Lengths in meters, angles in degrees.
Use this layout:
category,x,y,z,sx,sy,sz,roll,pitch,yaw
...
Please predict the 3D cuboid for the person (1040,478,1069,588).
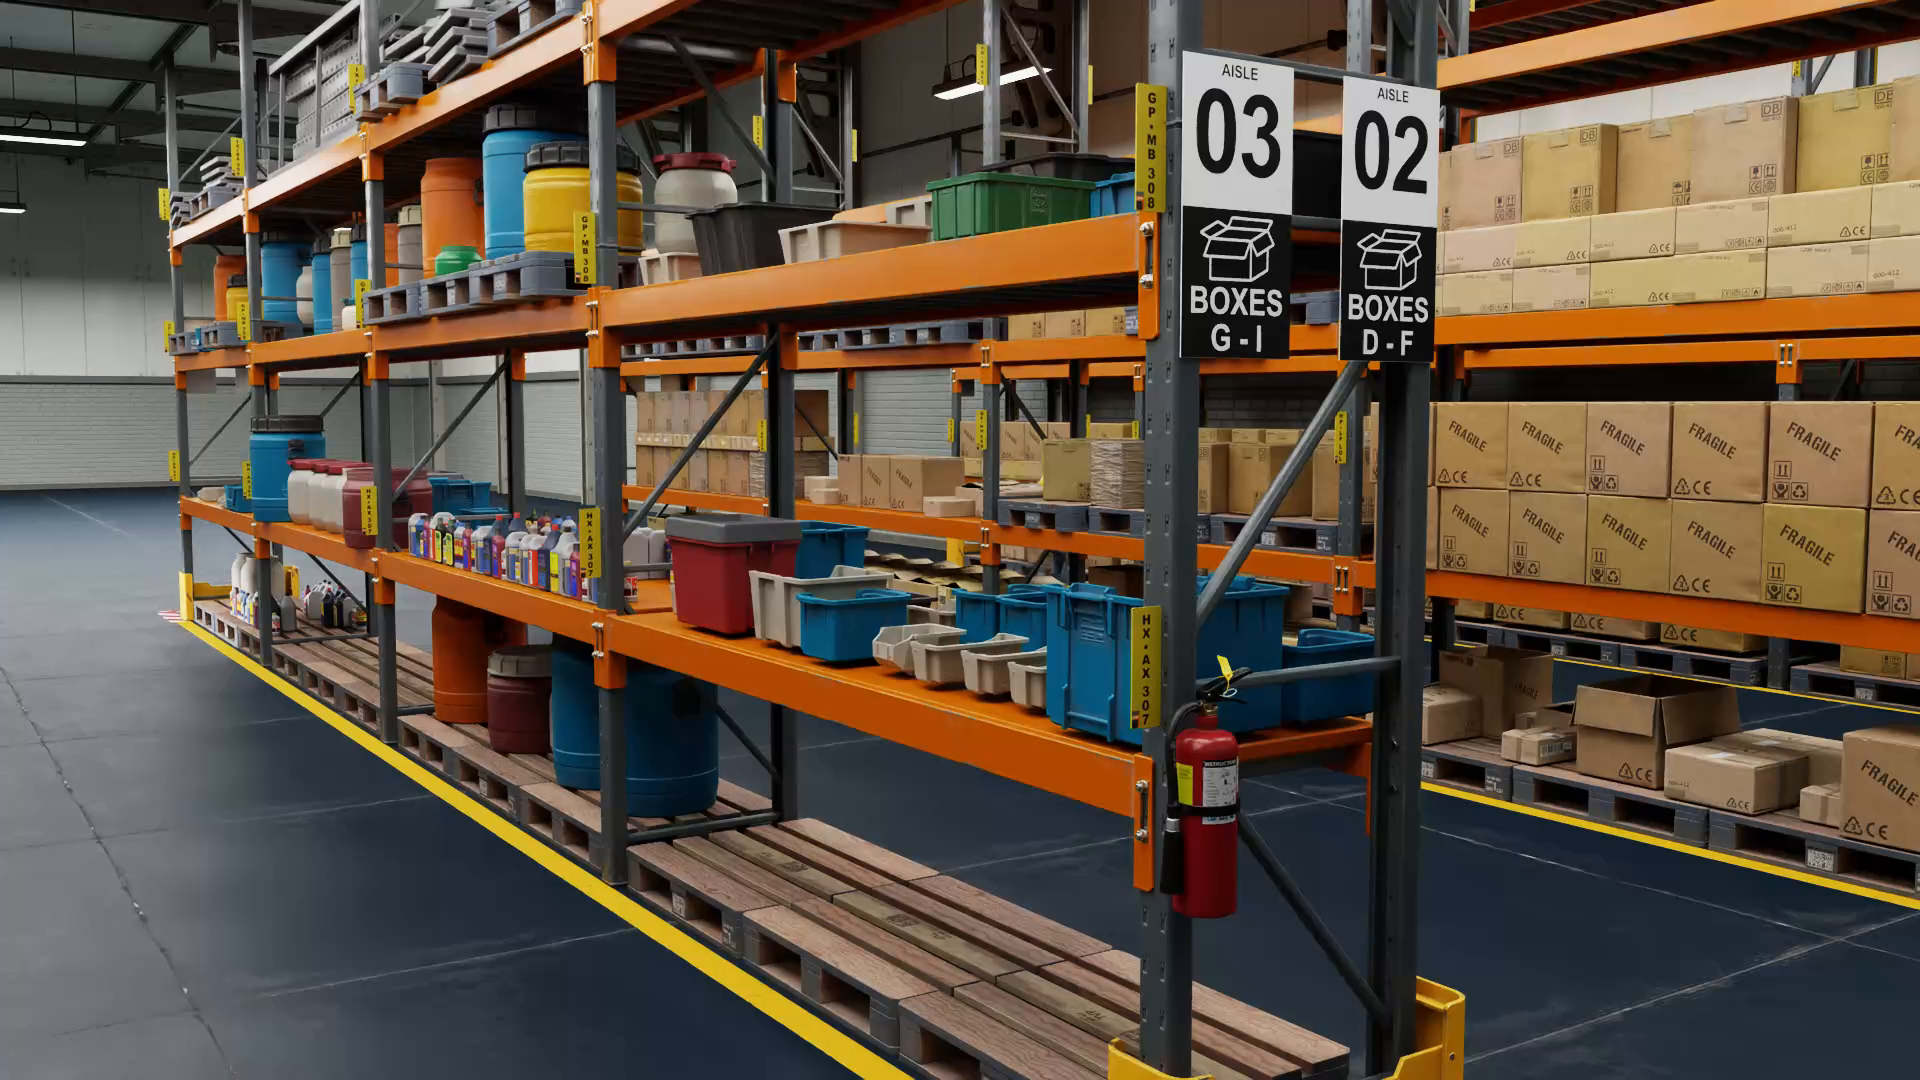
category,x,y,z,sx,sy,sz,roll,pitch,yaw
person,1.193,-0.128,18.774,0.483,1.783,0.584,-2,5,-28
